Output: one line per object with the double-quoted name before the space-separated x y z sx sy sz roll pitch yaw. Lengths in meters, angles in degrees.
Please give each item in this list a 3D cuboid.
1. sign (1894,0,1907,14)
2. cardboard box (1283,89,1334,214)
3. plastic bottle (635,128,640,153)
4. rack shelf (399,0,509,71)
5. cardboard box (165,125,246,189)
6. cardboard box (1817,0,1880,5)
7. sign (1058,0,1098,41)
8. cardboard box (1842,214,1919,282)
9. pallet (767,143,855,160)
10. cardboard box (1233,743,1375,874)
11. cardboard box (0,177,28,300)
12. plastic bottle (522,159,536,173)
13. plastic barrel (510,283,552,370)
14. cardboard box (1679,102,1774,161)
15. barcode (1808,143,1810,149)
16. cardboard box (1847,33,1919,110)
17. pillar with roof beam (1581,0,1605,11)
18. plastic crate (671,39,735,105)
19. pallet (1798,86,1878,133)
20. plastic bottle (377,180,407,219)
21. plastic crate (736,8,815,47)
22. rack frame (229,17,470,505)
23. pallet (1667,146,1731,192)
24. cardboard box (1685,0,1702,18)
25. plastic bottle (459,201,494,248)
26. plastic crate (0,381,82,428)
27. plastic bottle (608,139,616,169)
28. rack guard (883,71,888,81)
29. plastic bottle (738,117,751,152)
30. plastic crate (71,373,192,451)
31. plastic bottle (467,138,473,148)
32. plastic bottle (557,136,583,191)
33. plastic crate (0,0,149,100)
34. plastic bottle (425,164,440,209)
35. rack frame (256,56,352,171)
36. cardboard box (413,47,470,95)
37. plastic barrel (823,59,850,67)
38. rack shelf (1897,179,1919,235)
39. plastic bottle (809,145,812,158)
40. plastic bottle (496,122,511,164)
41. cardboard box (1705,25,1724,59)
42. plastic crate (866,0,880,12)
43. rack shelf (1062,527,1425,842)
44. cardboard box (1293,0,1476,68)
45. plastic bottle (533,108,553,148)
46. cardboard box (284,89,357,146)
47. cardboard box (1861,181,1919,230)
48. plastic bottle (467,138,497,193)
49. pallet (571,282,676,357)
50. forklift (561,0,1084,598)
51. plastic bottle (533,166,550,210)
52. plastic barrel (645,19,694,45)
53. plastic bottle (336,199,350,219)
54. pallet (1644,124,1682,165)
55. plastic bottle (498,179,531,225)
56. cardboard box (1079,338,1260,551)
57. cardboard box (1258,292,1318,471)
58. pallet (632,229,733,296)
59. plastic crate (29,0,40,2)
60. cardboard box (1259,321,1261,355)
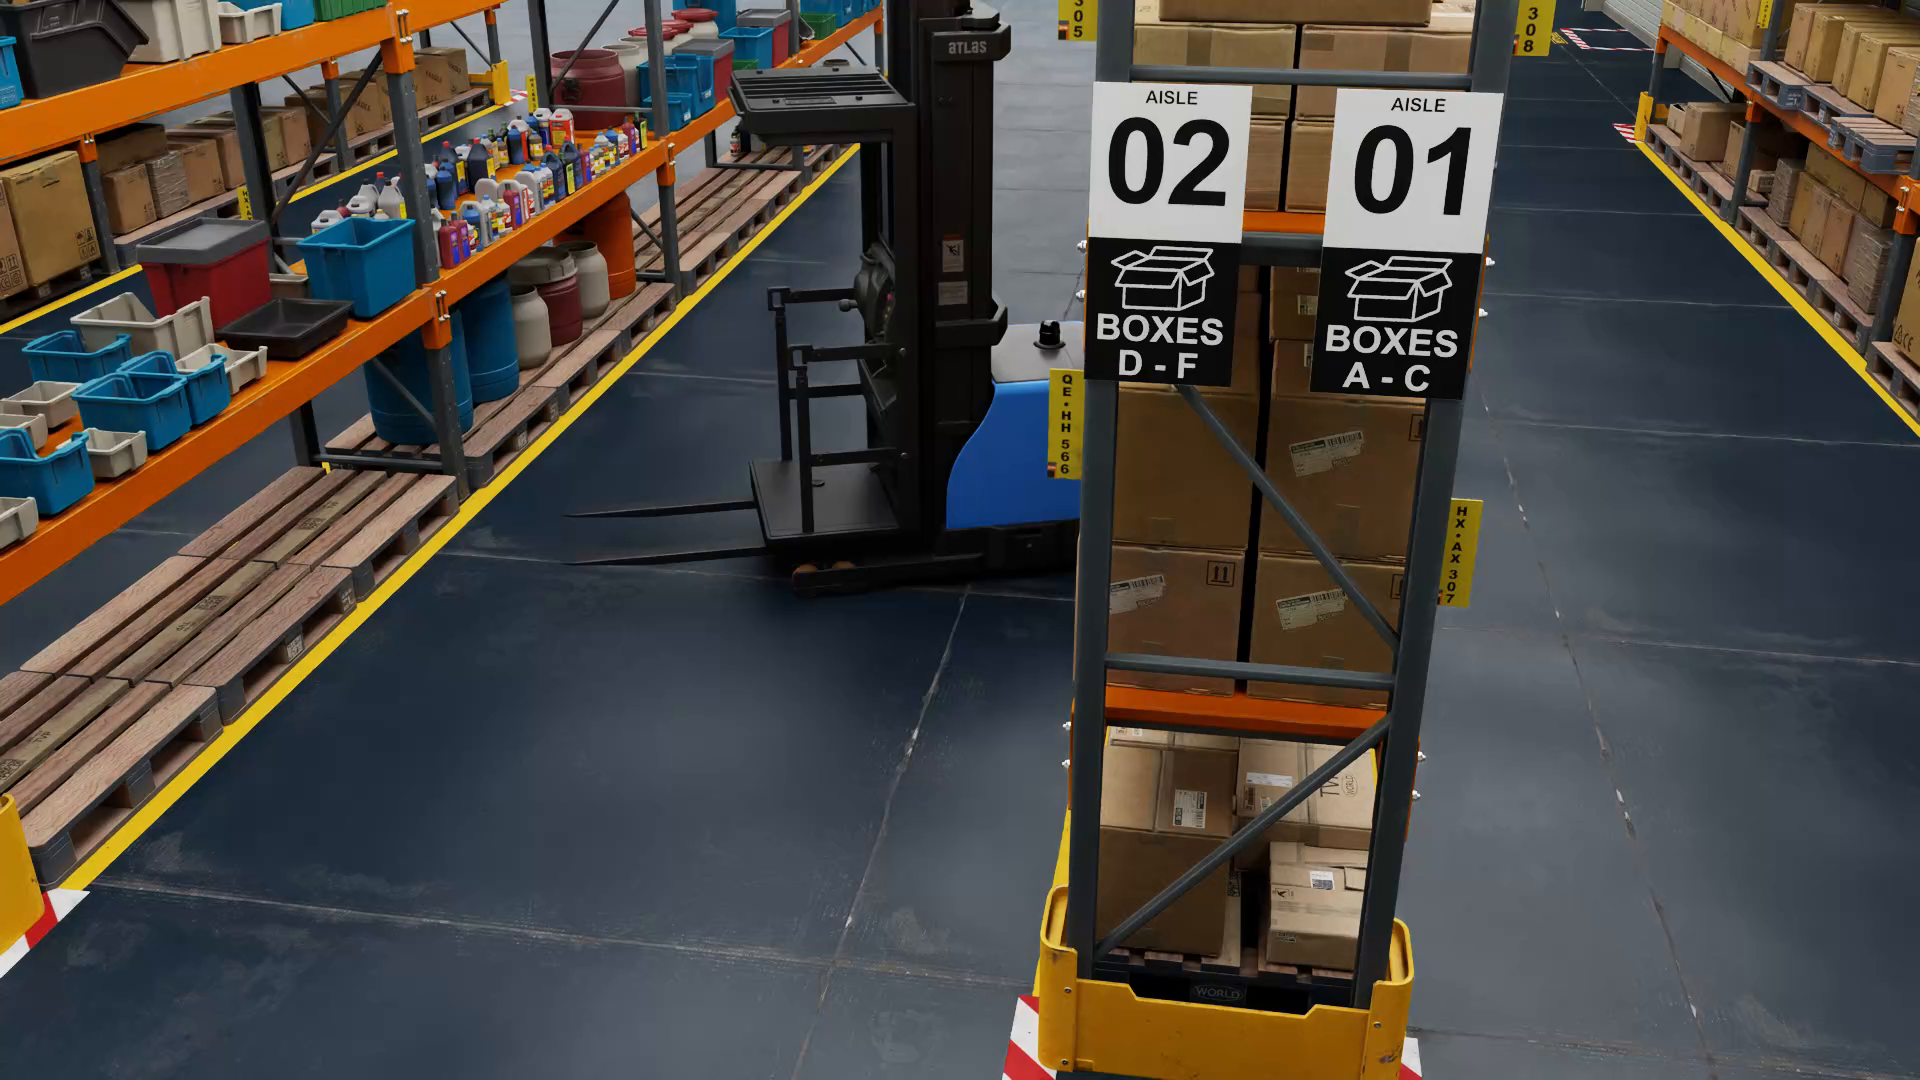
"sign" 8.239 -4.773 14.543 0.100 0.325 0.005 4 25 9
"cardboard box" 1.177 -1.096 4.692 0.500 0.250 0.500 4 25 9
"plastic bottle" -2.418 -2.963 12.277 0.097 0.201 0.097 0 25 0
"rack shelf" -3.063 -3.495 10.489 1.077 0.370 4.000 4 25 9
"cardboard box" -7.278 -3.695 16.035 0.700 0.500 0.500 2 25 4
"cardboard box" 7.974 -4.748 15.125 0.500 0.500 0.500 3 25 7
"sign" 0.298 -1.415 4.151 0.100 0.325 0.005 4 25 9
"cardboard box" 7.303 -2.192 12.824 0.700 0.500 0.500 4 25 8
"pallet" -1.735 -4.499 18.612 1.003 0.211 1.213 4 25 9
"cardboard box" 1.293 1.021 6.255 0.500 0.250 0.500 4 25 9
"cardboard box" -7.909 -2.211 12.445 1.225 0.875 0.875 4 25 9
"plastic bottle" -2.814 -2.357 10.899 0.097 0.271 0.097 0 25 0
"plastic barrel" -2.988 -1.442 11.232 0.421 0.512 0.421 0 25 0
"cardboard box" 7.881 -4.201 17.116 0.700 0.500 0.500 2 25 5
"barcode" 8.016 -3.707 15.683 0.001 0.075 0.075 4 25 9
"cardboard box" 7.286 -3.577 12.717 0.700 0.500 0.500 4 25 9
"pillar with roof beam" 6.798 -13.640 27.775 9.100 9.000 0.400 4 25 9
"plastic crate" -2.170 -3.983 14.145 0.402 0.464 0.583 4 25 9
"pallet" 7.321 -3.356 13.109 1.003 0.211 1.213 4 25 9
"plastic bottle" -3.420 -2.001 10.044 0.144 0.351 0.185 4 25 9
"plastic crate" -1.872 -5.154 16.796 0.767 0.338 0.504 4 25 9
"rack frame" -3.390 -1.626 9.186 1.000 3.000 0.127 4 25 9
"pallet" 7.963 -3.818 17.157 1.003 0.211 1.213 4 25 9
"cardboard box" 7.789 -5.639 17.027 0.500 0.500 0.500 3 25 7
"plastic bottle" -2.879 -1.890 9.896 0.152 0.276 0.135 4 25 9
"plastic crate" -3.976 -0.578 7.187 0.298 0.136 0.250 4 25 9
"plastic bottle" -2.504 -2.745 11.810 0.097 0.201 0.097 0 25 0
"rack guard" -1.395 -5.478 20.363 1.175 0.500 0.348 4 25 9
"plastic bottle" -2.262 -4.261 17.420 0.144 0.351 0.185 3 25 7
"plastic crate" -3.463 -0.536 6.983 0.416 0.233 0.300 4 25 9
"plastic bottle" -3.360 -2.607 11.420 0.061 0.283 0.133 4 25 9
"plastic bottle" -2.635 -2.536 11.188 0.144 0.351 0.185 4 25 9
"plastic crate" -3.523 -1.903 6.313 0.504 0.338 0.767 4 25 9
"plastic bottle" -3.442 -2.274 10.716 0.152 0.276 0.135 4 25 9
"rack frame" -6.969 -5.315 17.067 1.000 3.000 0.127 4 25 9
"cardboard box" -6.434 -5.786 20.526 0.500 0.500 0.500 9 27 18
"plastic barrel" -1.461 -5.428 19.747 0.421 0.512 0.421 0 25 0
"rack shelf" 6.711 -1.450 9.659 1.077 0.370 4.000 4 25 9
"plastic bottle" -1.581 -4.049 17.144 0.097 0.201 0.097 0 25 0
"plastic bottle" -3.268 -2.841 11.919 0.061 0.283 0.133 4 25 9
"cardboard box" 7.626 -4.865 16.259 0.500 0.250 0.500 4 25 8
"plastic crate" -1.215 -6.347 19.448 0.499 0.251 0.616 4 25 9
"rack shelf" 1.169 -0.119 6.814 1.077 0.370 4.000 4 25 9
"cardboard box" 1.272 -1.531 5.031 0.500 0.250 0.500 4 25 9
"plastic bottle" -3.126 -3.084 12.447 0.152 0.276 0.135 4 25 9
"cardboard box" -6.864 -4.538 17.859 0.500 0.500 0.500 3 25 7
"cardboard box" 7.259 -2.558 12.722 0.500 0.250 0.500 4 25 10
"plastic bottle" -3.211 -2.517 11.148 0.144 0.351 0.185 4 25 9
"pallet" -2.824 -1.703 12.640 1.003 0.211 1.213 4 25 9
"forklift" -0.616 -1.274 8.514 3.031 2.935 1.130 -5 26 -11
"plastic bottle" -2.703 -2.266 10.704 0.097 0.271 0.097 0 25 0
"plastic barrel" -2.575 -4.342 14.827 0.433 0.535 0.433 0 25 0
"plastic bottle" -3.652 -1.860 9.824 0.061 0.283 0.133 4 25 9
"pallet" 8.165 -4.326 18.244 1.003 0.211 1.213 4 25 9
"plastic bottle" -2.787 -2.124 10.396 0.152 0.276 0.135 4 25 9
"cardboard box" 0.644 -0.312 5.080 0.500 0.500 0.500 4 25 8
"cardboard box" 1.253 -0.493 5.467 0.500 0.500 0.500 4 25 9
"pallet" -2.571 -2.357 14.037 1.003 0.211 1.213 4 25 9
"plastic crate" -3.864 -2.425 7.508 0.497 0.269 0.590 4 25 9
"cardboard box" 1.503 -0.669 7.023 0.500 0.500 0.500 5 25 10
